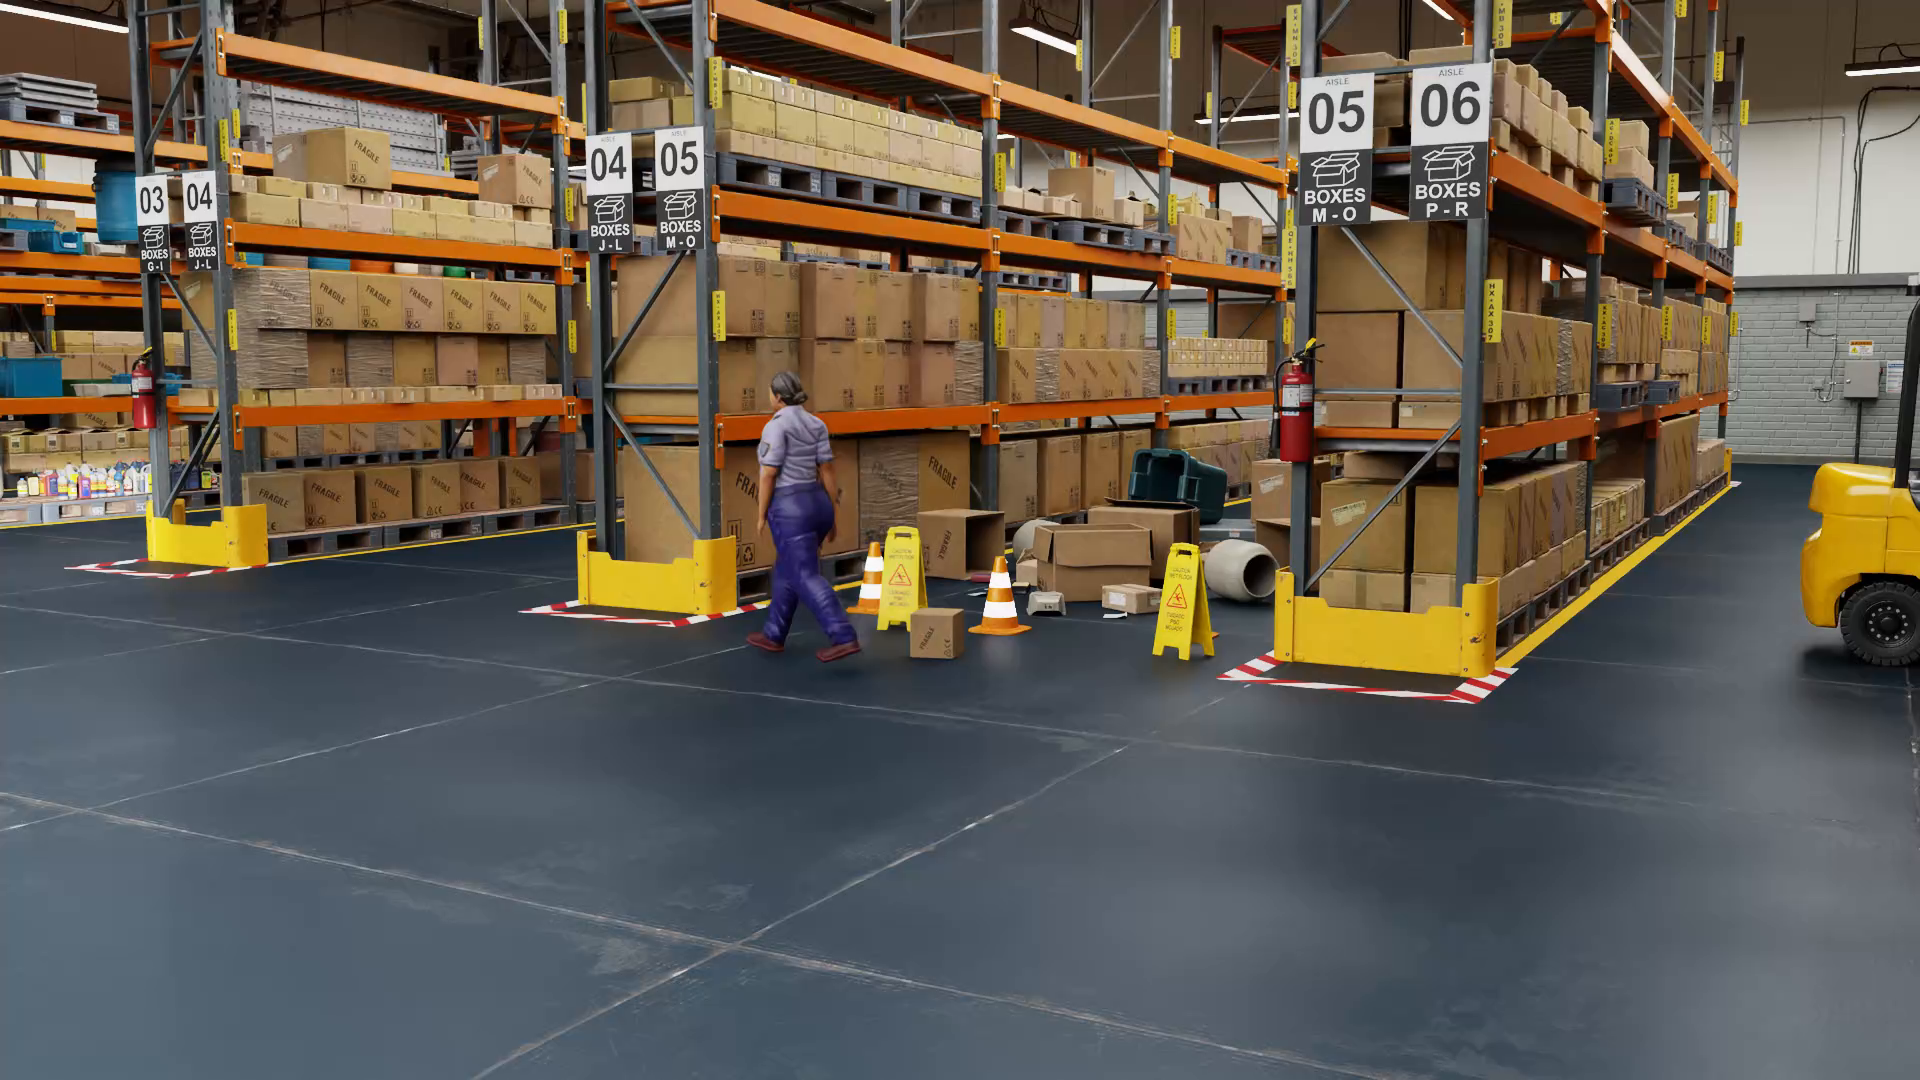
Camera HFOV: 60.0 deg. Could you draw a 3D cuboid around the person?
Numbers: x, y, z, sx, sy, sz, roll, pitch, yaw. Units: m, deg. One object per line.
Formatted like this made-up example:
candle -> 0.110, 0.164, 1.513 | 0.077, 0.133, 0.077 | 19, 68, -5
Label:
person -> -0.904, -0.133, 9.188 | 0.990, 1.599, 0.481 | 4, 7, 32
